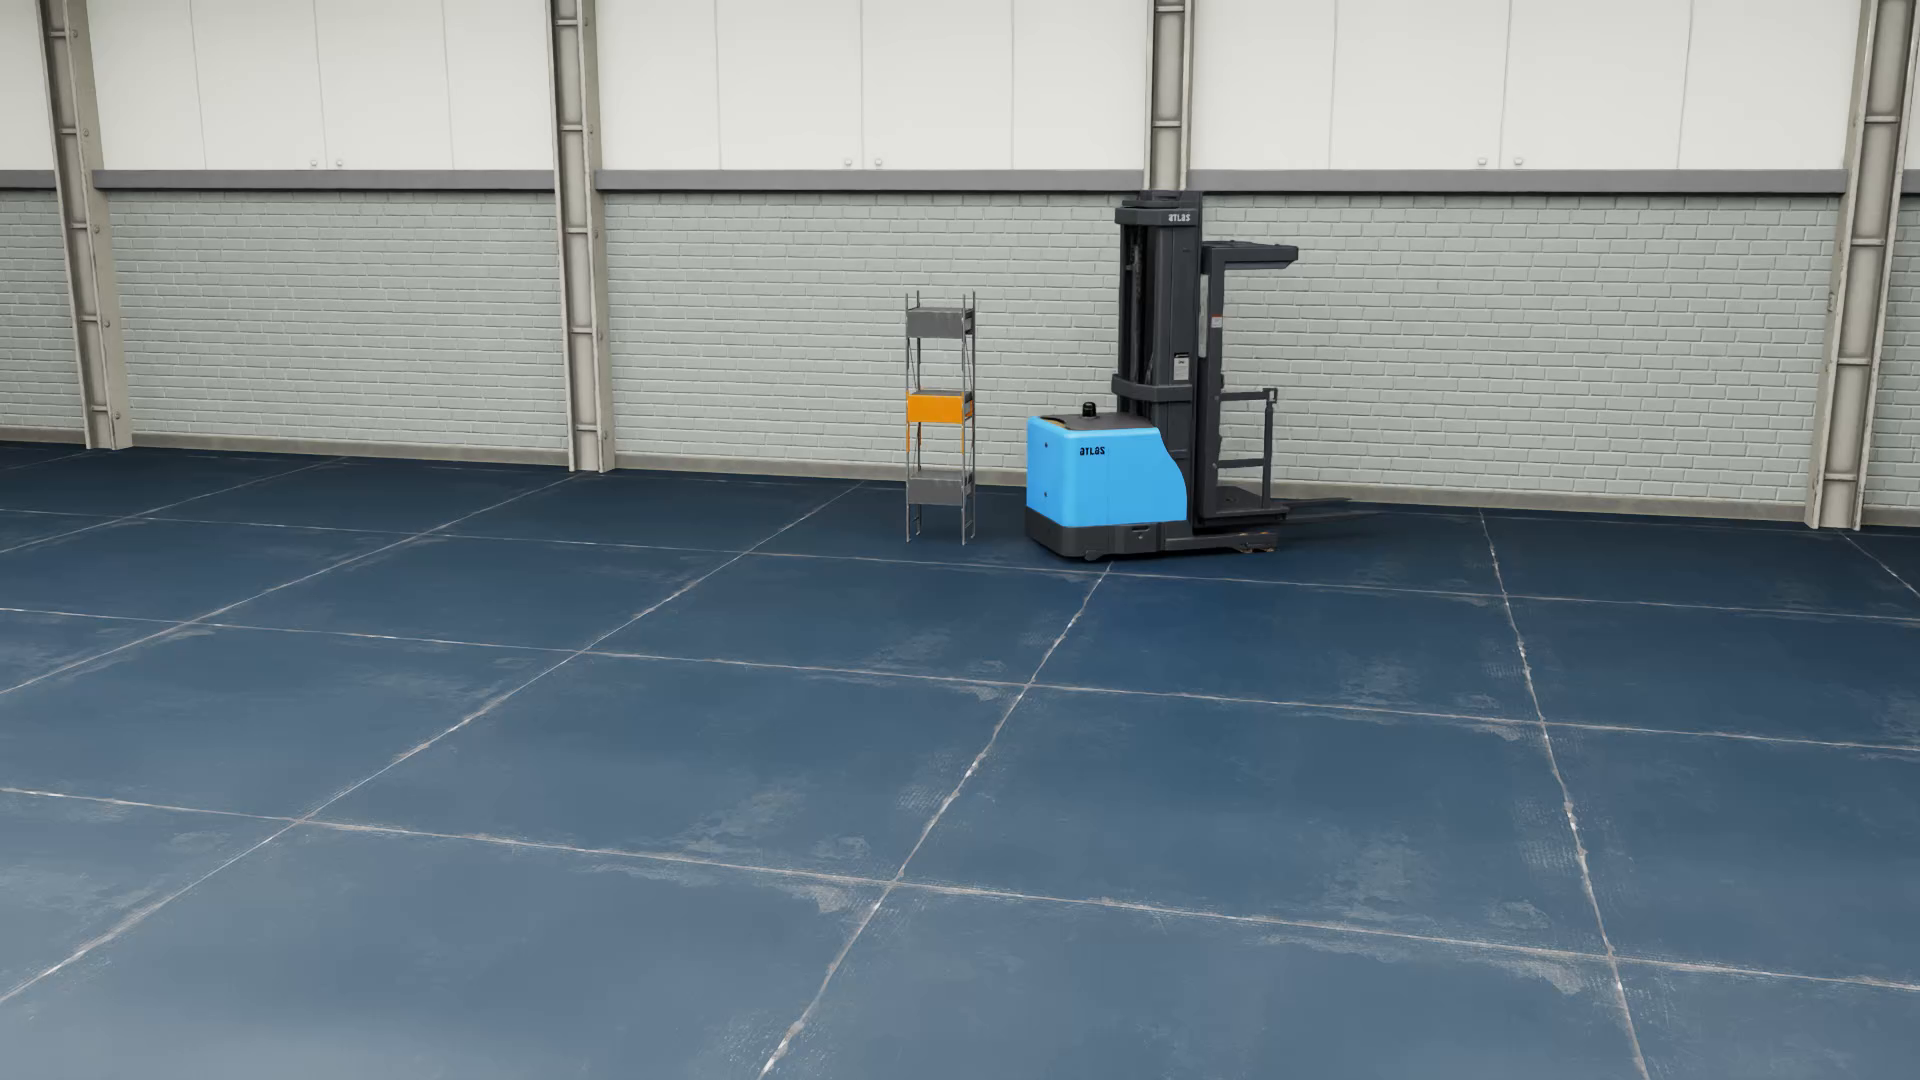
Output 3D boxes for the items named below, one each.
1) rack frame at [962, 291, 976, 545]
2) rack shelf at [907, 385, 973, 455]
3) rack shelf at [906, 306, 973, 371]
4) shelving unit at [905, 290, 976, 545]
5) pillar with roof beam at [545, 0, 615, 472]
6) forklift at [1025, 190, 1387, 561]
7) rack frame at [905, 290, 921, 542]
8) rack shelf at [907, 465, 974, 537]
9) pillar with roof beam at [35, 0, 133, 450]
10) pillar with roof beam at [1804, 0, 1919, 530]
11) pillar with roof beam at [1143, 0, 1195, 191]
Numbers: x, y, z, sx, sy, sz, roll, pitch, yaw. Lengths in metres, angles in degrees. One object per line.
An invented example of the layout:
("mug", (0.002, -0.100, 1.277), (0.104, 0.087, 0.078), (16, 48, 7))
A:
("rack frame", (0.076, -1.021, 13.988), (0.015, 2.100, 0.400), (3, 13, 14))
("rack shelf", (-0.161, -1.020, 14.048), (0.480, 0.518, 0.431), (3, 13, 14))
("rack shelf", (-0.161, -1.704, 13.896), (0.480, 0.518, 0.431), (3, 13, 14))
("shelving unit", (-0.161, -1.034, 14.045), (0.503, 2.100, 0.431), (3, 13, 14))
("pillar with roof beam", (-4.922, -4.238, 12.559), (0.400, 9.000, 9.100), (3, 13, 14))
("forklift", (2.127, -1.425, 13.889), (3.031, 2.935, 1.130), (-4, 13, -17))
("rack frame", (-0.398, -1.046, 14.102), (0.015, 2.100, 0.400), (3, 13, 14))
("rack shelf", (-0.161, -0.337, 14.200), (0.480, 0.518, 0.431), (3, 13, 14))
("pillar with roof beam", (-10.747, -4.549, 13.963), (0.400, 9.000, 9.100), (3, 13, 14))
("pillar with roof beam", (6.729, -3.615, 9.753), (0.400, 9.000, 9.100), (3, 13, 14))
("pillar with roof beam", (0.904, -3.927, 11.156), (0.400, 9.000, 9.100), (3, 13, 14))
